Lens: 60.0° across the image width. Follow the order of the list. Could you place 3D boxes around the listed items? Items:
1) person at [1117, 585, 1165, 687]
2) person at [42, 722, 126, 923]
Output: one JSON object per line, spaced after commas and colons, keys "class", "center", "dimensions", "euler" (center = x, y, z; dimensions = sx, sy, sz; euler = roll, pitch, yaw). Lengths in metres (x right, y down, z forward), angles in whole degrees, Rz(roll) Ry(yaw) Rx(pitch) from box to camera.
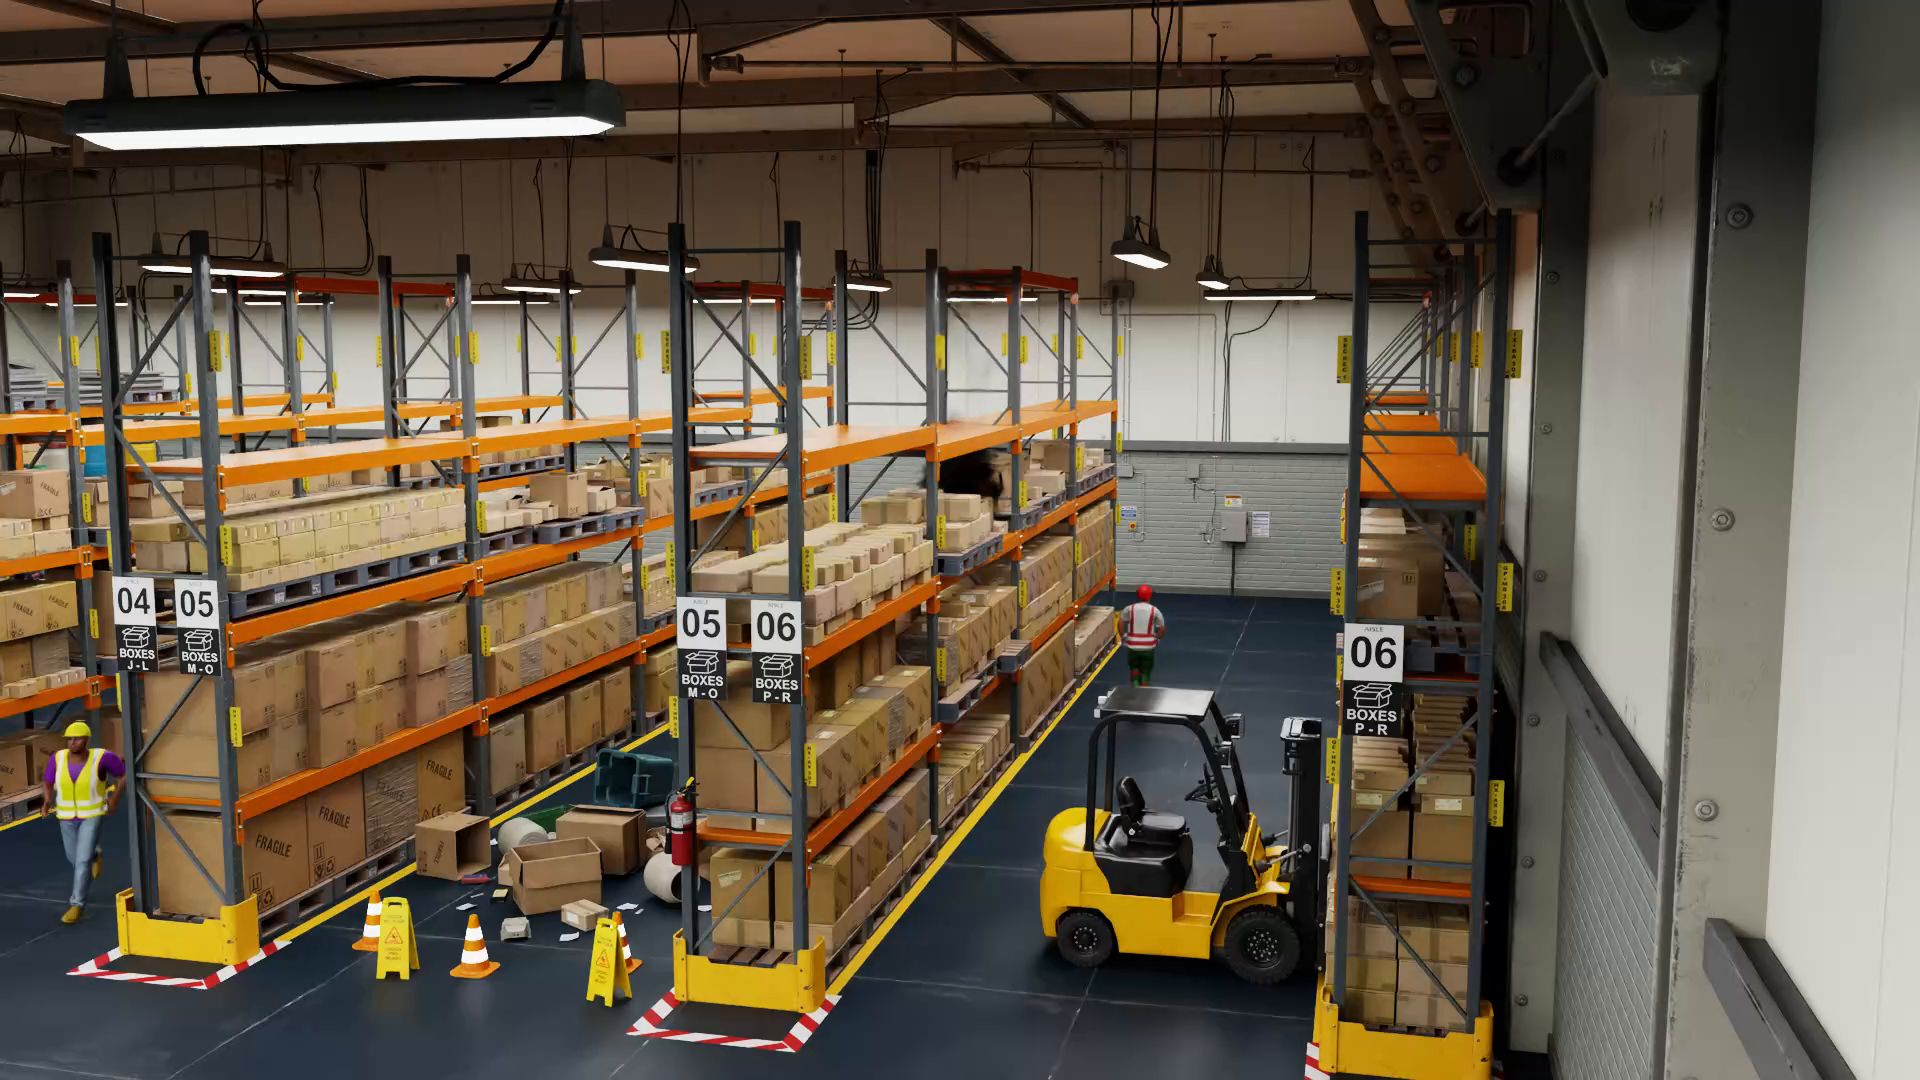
{"class": "person", "center": [2.534, 1.480, 23.193], "dimensions": [0.654, 1.744, 0.532], "euler": [1, 7, 12]}
{"class": "person", "center": [-7.917, 2.487, 15.049], "dimensions": [0.704, 1.743, 0.964], "euler": [-1, 7, -7]}
